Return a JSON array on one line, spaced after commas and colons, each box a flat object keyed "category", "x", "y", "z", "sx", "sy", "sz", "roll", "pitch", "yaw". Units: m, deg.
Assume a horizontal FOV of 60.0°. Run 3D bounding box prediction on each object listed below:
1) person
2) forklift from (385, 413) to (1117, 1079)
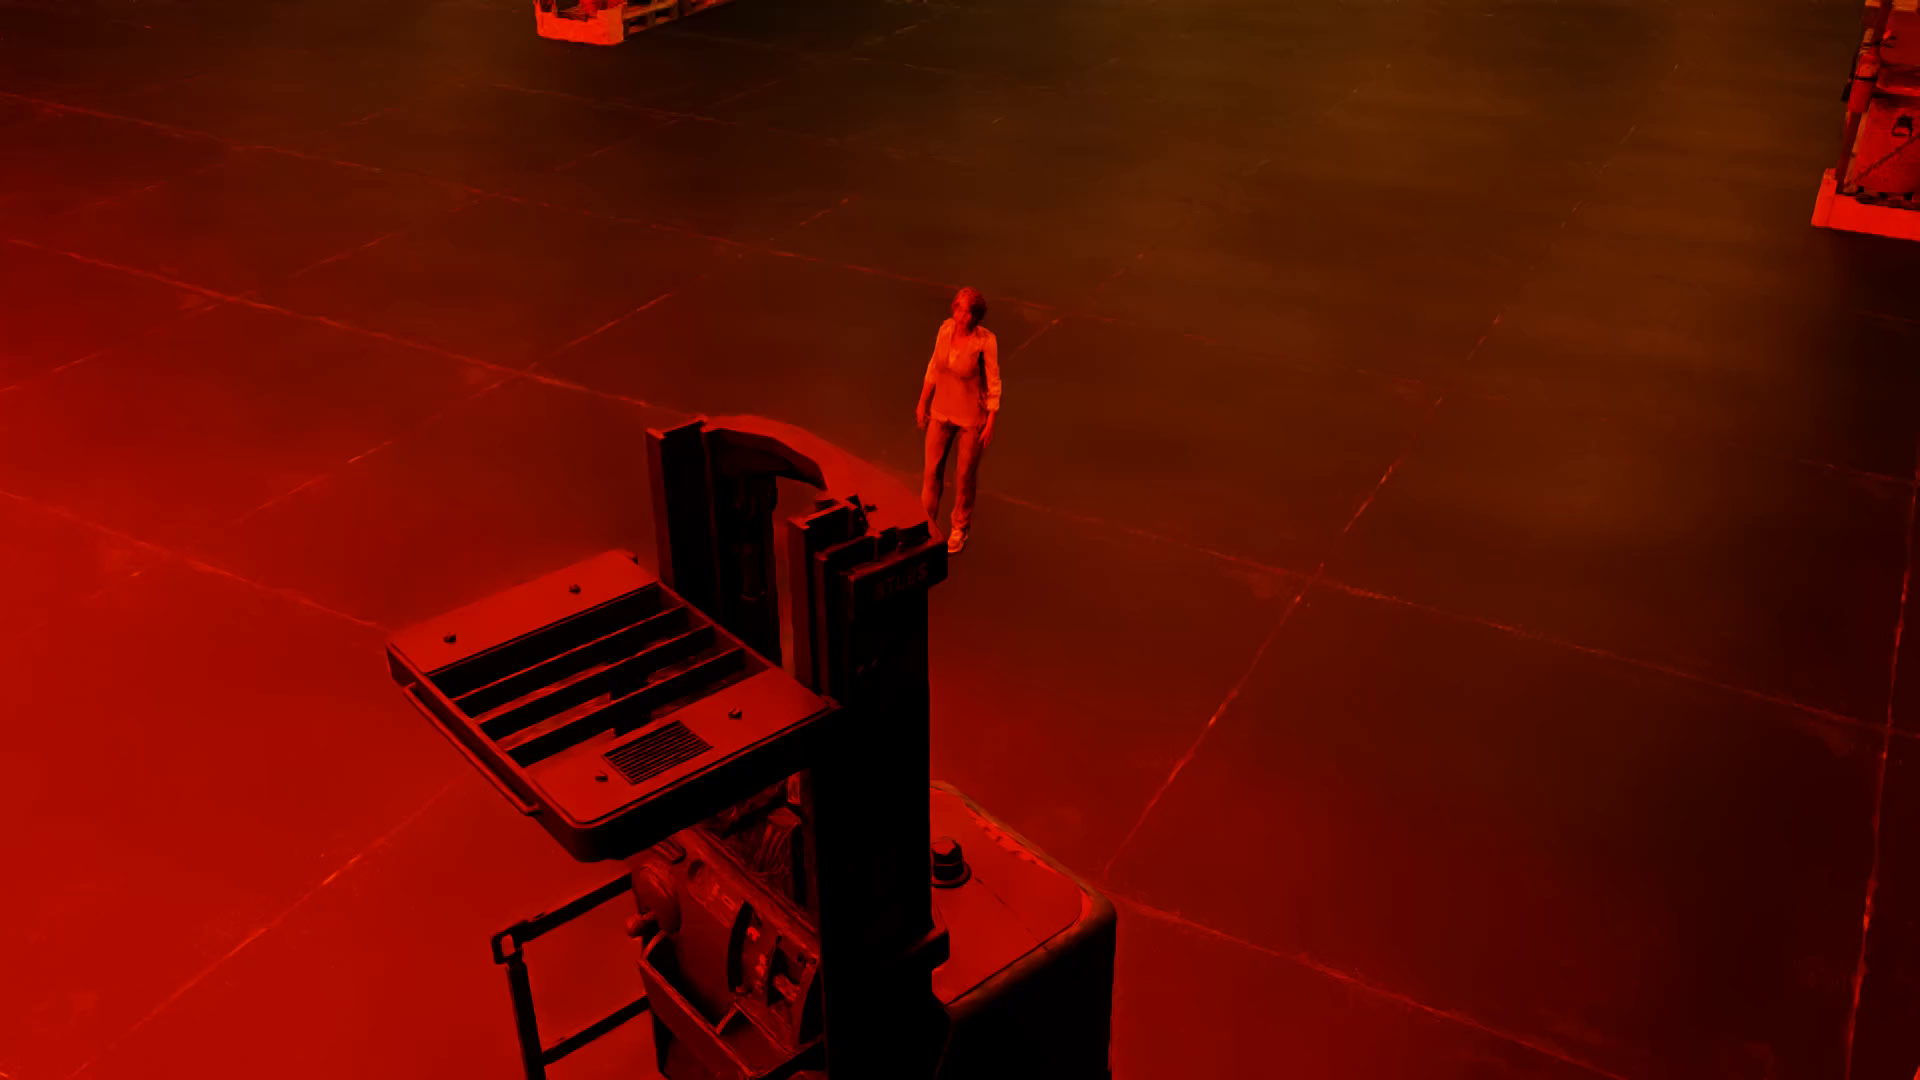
[{"category": "person", "x": -0.048, "y": -0.669, "z": 9.550, "sx": 0.521, "sy": 1.597, "sz": 0.474, "roll": 15, "pitch": 33, "yaw": 25}, {"category": "forklift", "x": -0.888, "y": 1.212, "z": 4.971, "sx": 3.031, "sy": 2.935, "sz": 1.130, "roll": -24, "pitch": 37, "yaw": -35}]
